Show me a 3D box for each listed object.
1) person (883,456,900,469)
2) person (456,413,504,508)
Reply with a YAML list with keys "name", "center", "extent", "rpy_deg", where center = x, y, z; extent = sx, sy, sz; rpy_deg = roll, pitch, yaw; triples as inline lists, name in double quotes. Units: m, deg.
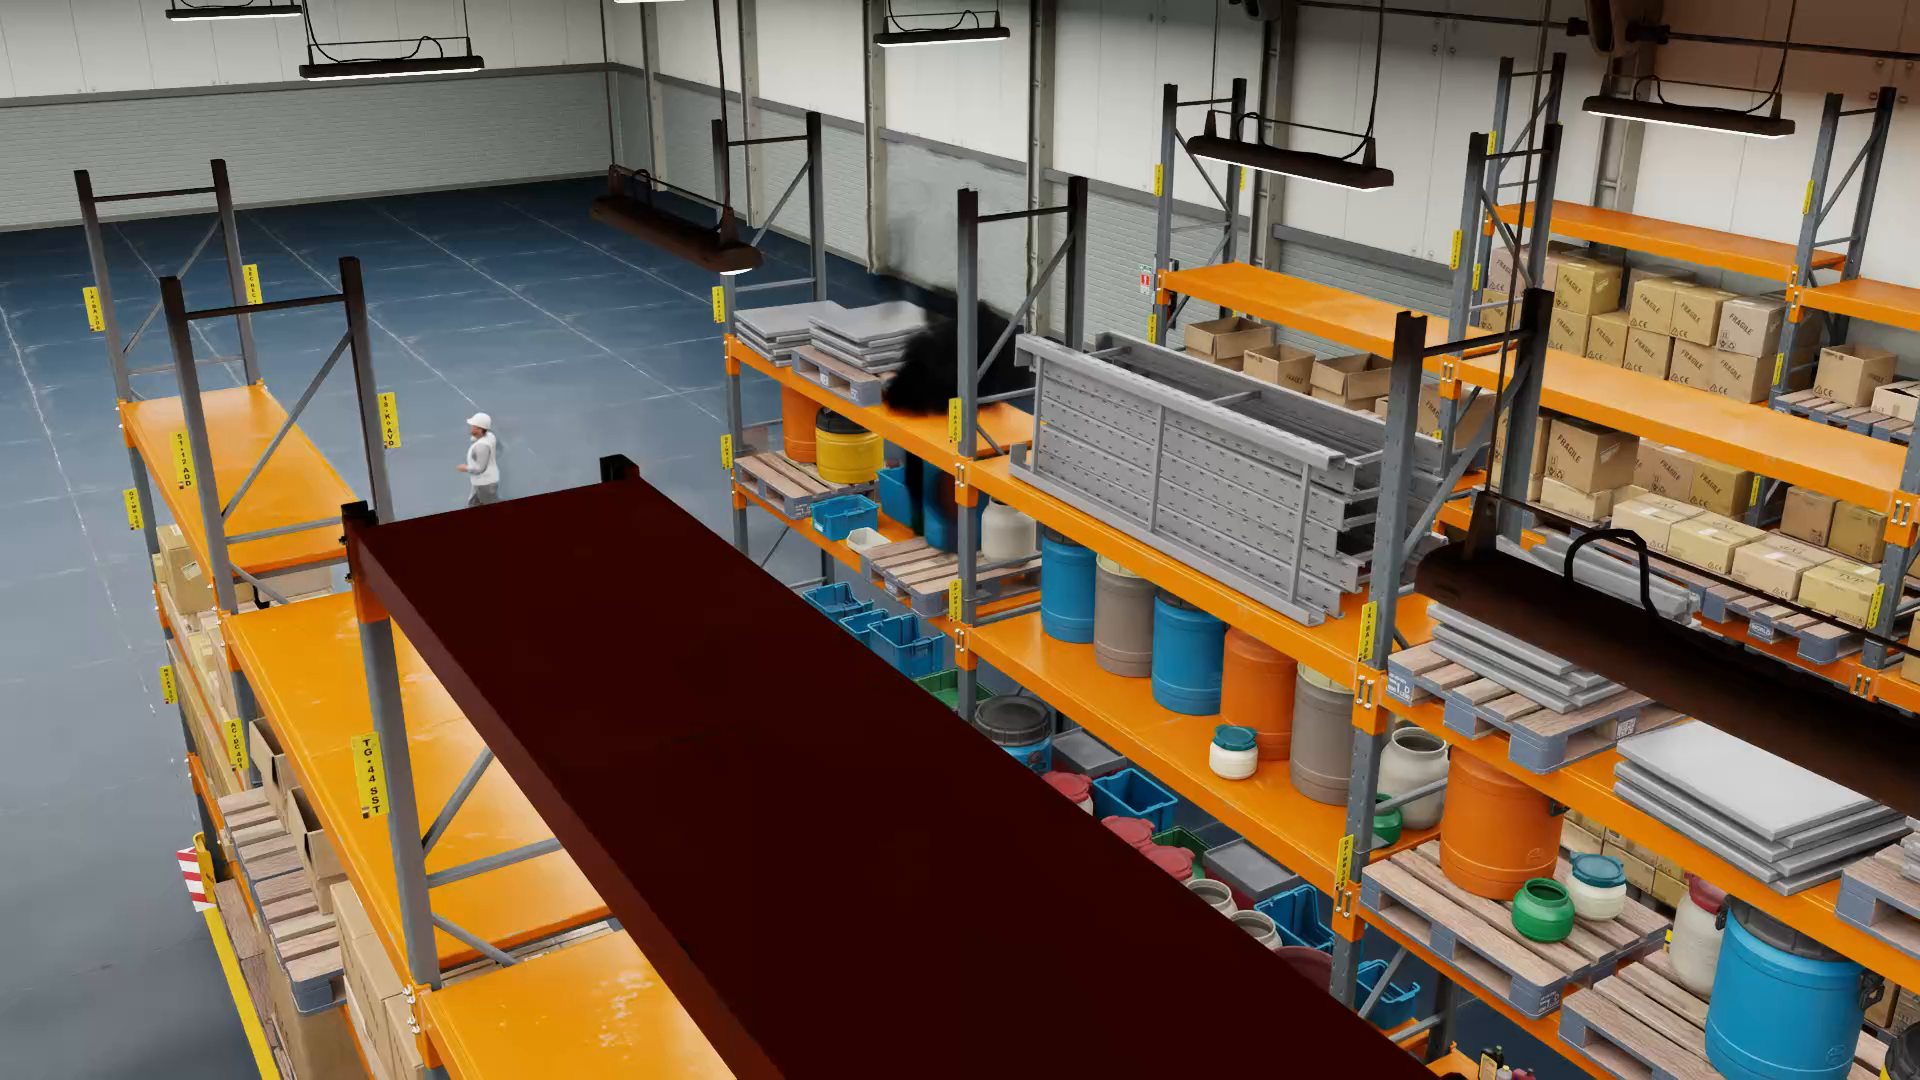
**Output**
- name: "person"
  center: [-0.834, -0.201, 19.697]
  extent: [0.538, 1.637, 0.565]
  rpy_deg: [-2, 22, -6]
- name: "person"
  center: [-5.953, -0.710, 20.852]
  extent: [0.658, 1.834, 0.649]
  rpy_deg: [-4, 22, -10]
